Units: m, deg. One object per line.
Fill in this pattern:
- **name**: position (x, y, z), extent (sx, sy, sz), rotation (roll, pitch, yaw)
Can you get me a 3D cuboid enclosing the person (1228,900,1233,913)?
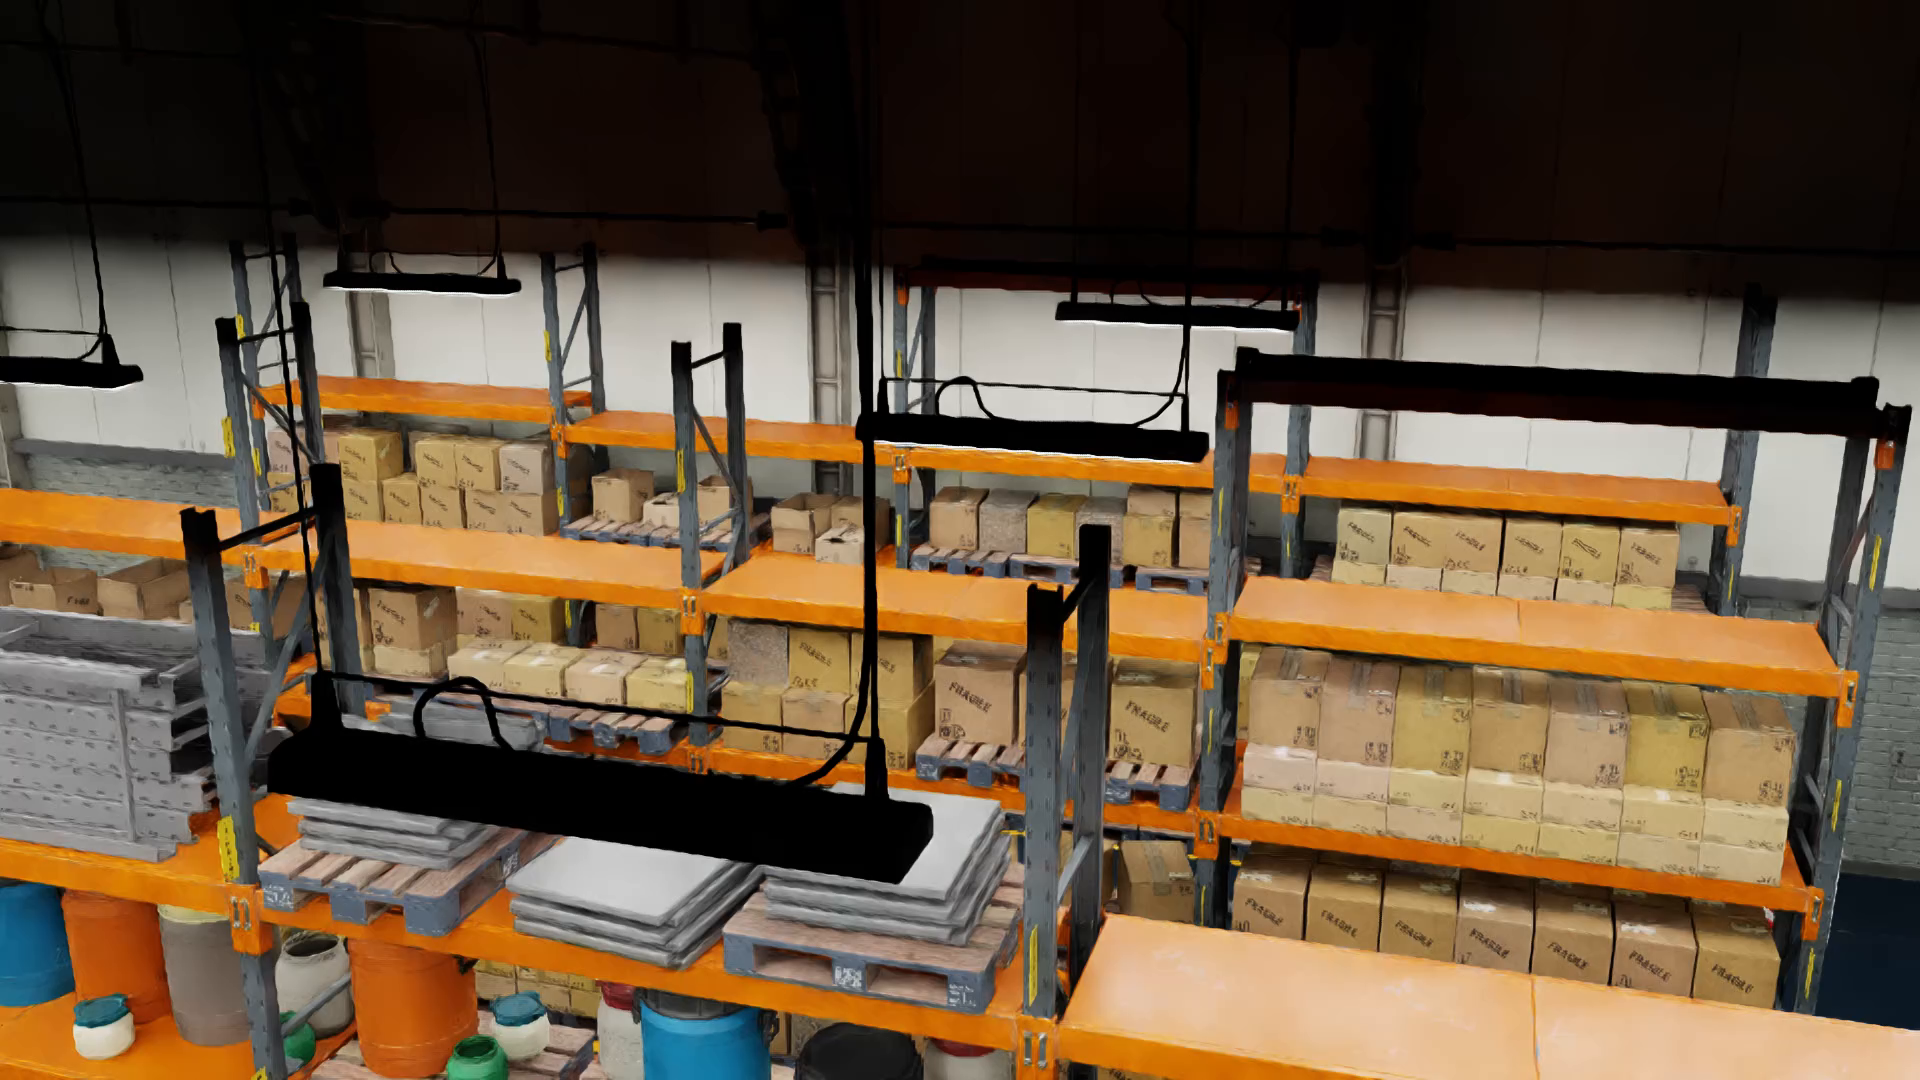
- **person**: position (3.035, 2.811, 15.950), extent (1.115, 1.641, 0.547), rotation (4, 17, 15)
